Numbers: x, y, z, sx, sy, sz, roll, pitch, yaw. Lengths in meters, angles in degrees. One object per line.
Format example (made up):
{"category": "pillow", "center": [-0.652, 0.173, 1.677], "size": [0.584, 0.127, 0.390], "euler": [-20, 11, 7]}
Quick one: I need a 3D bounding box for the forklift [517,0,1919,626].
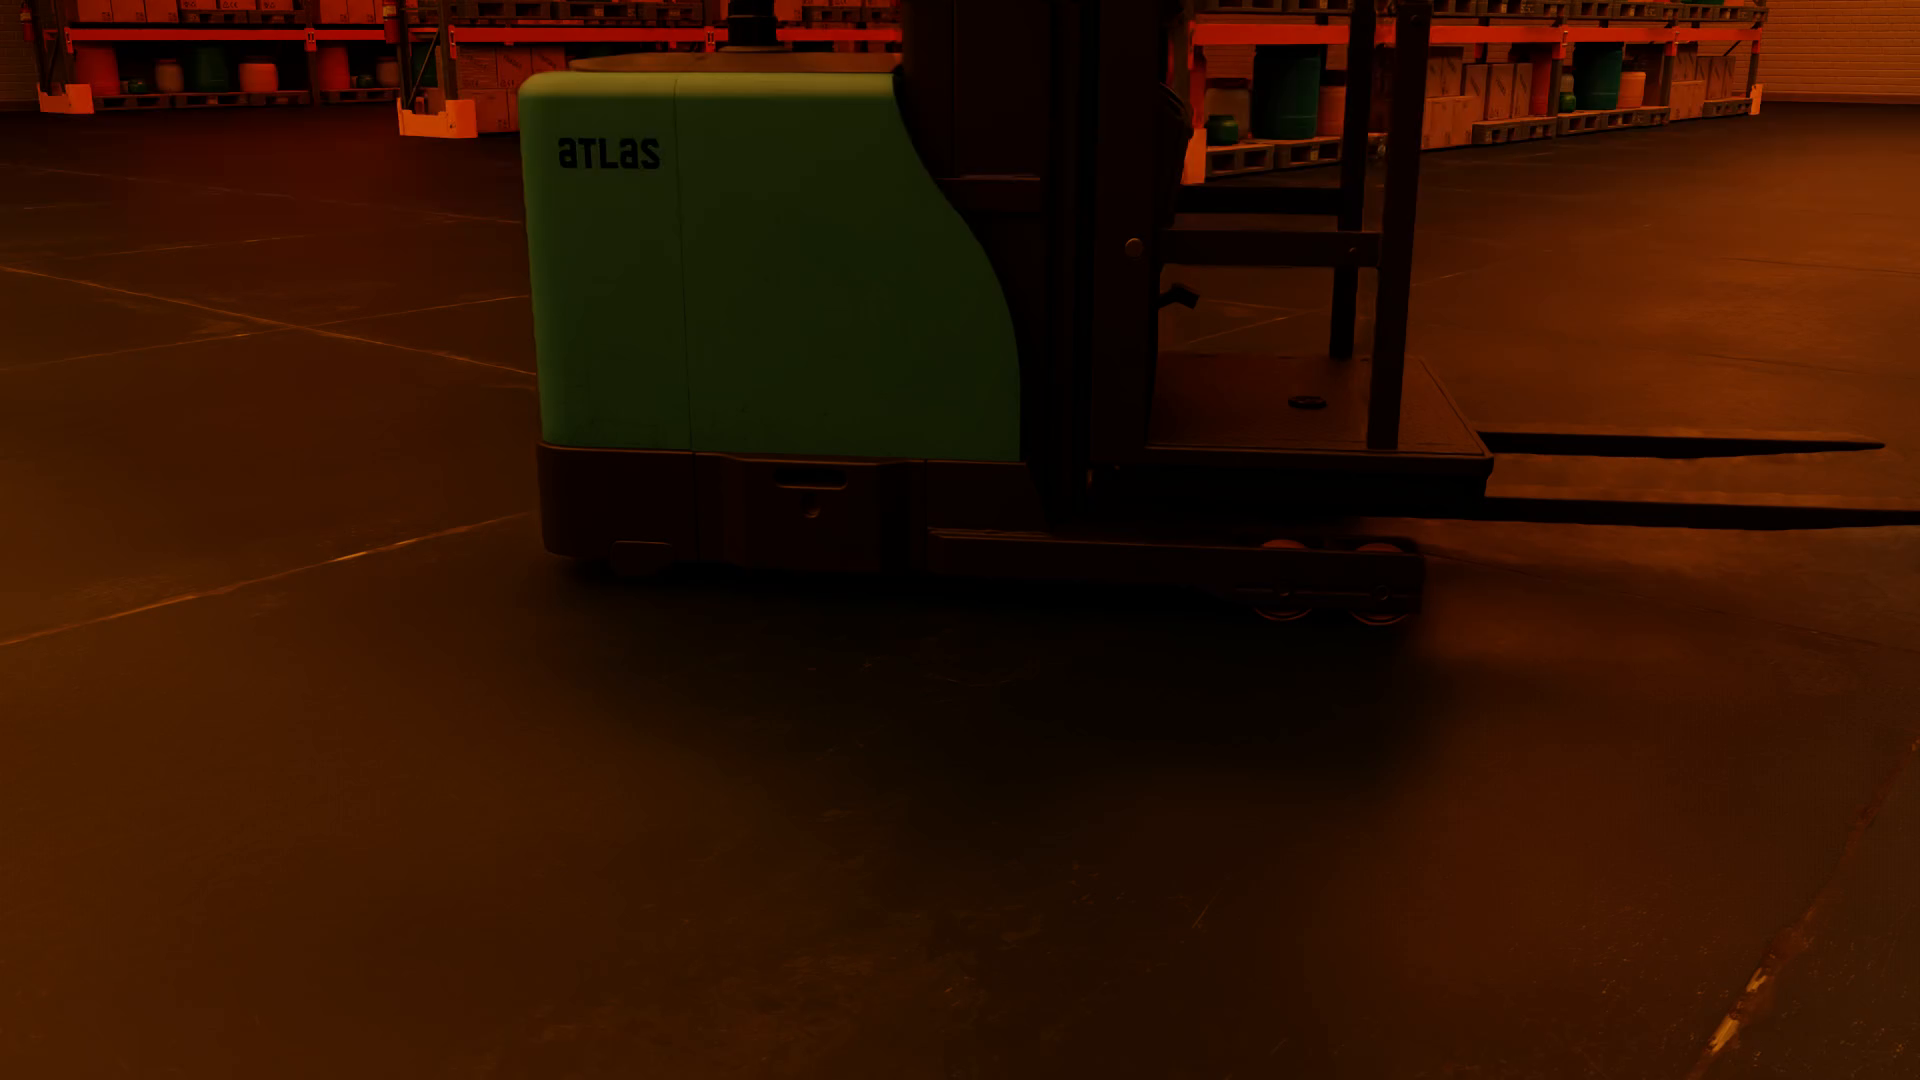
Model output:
{"category": "forklift", "center": [0.641, -1.392, 3.483], "size": [3.031, 2.935, 1.130], "euler": [2, 17, 7]}
